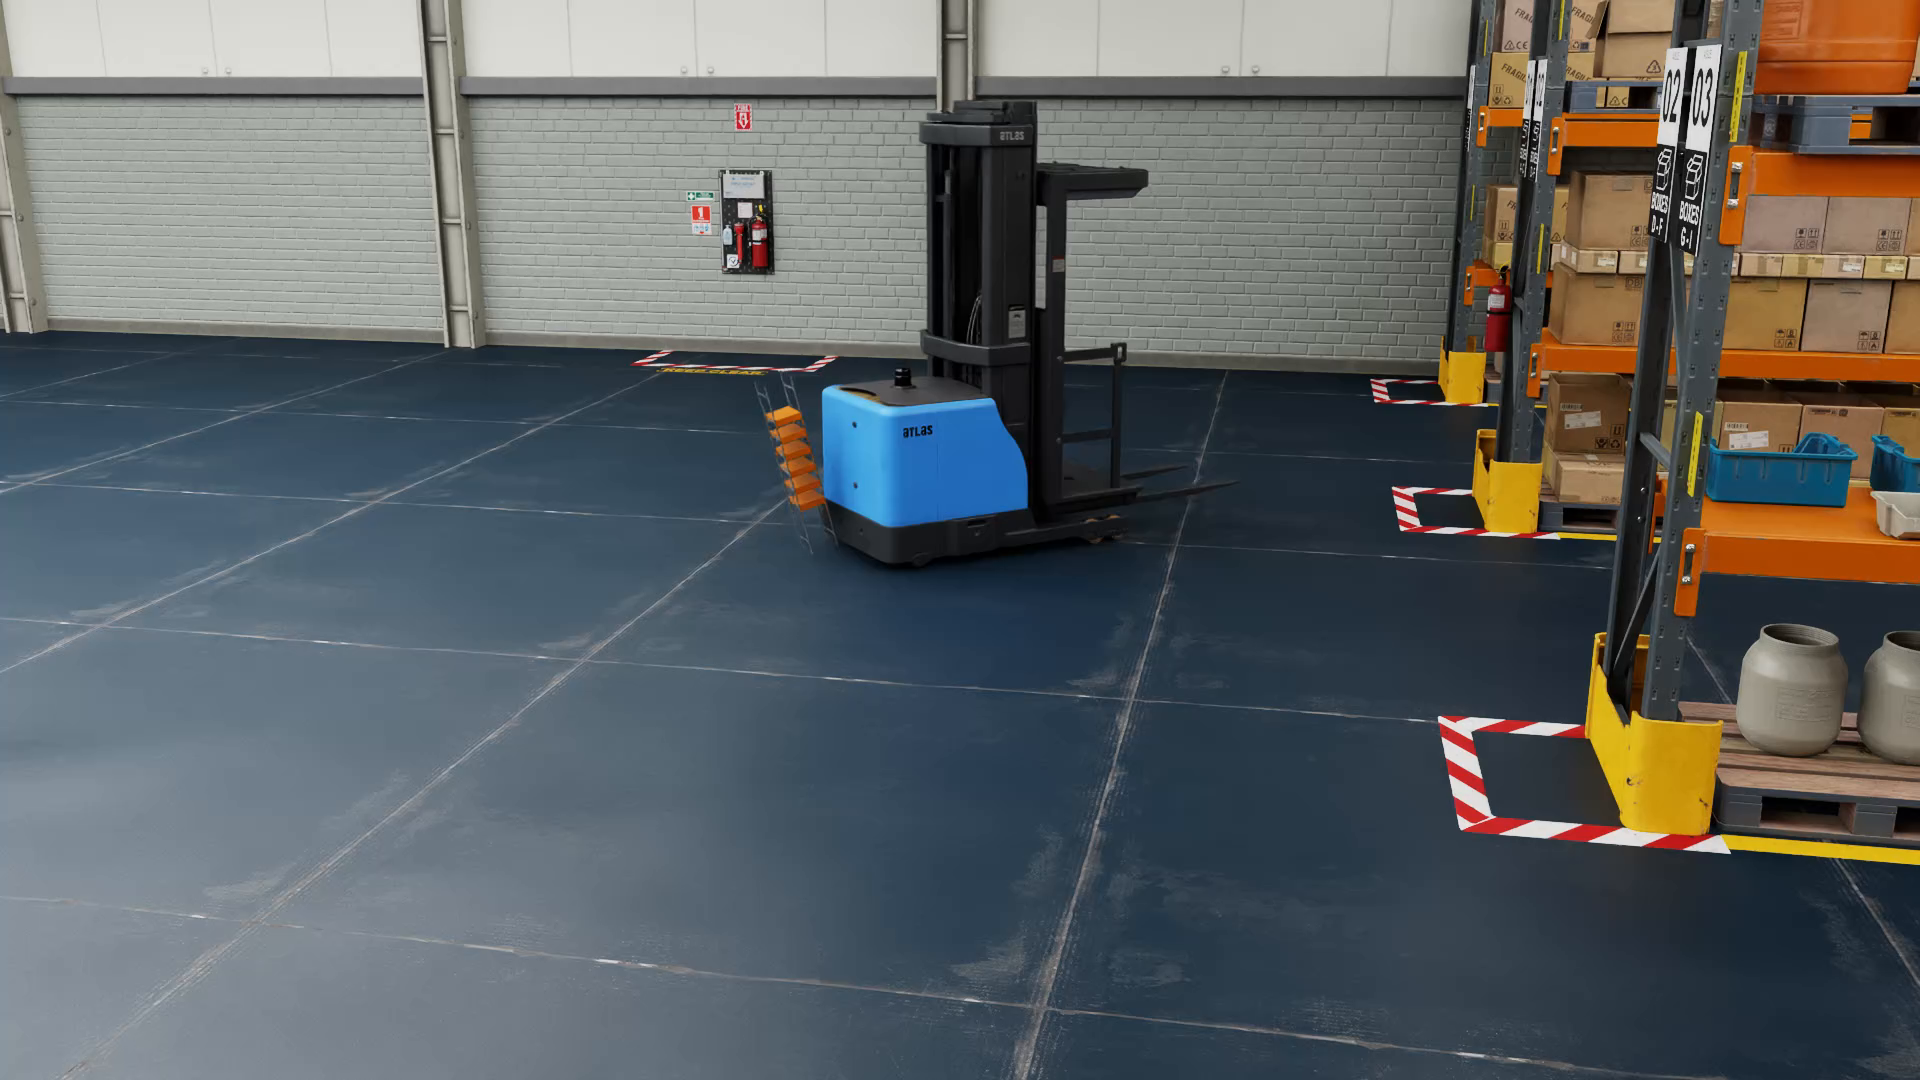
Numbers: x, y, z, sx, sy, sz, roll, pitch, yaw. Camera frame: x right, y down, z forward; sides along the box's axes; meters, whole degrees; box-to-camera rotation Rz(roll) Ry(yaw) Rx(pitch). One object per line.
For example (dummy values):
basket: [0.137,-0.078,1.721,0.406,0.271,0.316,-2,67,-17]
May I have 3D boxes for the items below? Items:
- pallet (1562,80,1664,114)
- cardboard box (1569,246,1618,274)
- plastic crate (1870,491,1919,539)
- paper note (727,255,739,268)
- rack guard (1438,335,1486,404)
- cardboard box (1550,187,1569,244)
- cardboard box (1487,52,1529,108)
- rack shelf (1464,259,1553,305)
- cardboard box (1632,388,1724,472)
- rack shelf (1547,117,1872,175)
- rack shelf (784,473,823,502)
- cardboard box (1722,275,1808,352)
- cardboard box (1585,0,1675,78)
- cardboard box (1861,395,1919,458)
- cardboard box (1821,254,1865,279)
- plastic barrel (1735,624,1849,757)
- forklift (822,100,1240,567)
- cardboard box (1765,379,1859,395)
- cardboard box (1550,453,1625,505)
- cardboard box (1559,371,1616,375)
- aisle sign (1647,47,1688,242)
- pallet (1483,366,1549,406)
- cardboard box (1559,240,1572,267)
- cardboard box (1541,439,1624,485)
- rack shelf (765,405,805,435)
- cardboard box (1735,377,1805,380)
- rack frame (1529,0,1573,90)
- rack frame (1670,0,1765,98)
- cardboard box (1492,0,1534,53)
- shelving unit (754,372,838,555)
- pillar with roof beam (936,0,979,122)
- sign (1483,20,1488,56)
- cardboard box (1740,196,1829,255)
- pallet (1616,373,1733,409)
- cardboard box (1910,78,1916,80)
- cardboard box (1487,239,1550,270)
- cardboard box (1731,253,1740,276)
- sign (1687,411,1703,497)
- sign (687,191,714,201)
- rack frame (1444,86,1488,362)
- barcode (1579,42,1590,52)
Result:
pallet: [4.700,-3.004,11.264,1.213,0.211,1.003,3,16,11]
cardboard box: [4.354,-1.929,11.434,0.250,0.149,0.380,3,16,11]
plastic crate: [3.834,-0.091,6.695,0.250,0.136,0.298,3,16,11]
paper note: [-2.600,-3.194,19.054,0.142,0.148,0.016,3,16,11]
rack guard: [5.070,-1.733,16.811,0.348,0.500,1.175,3,16,11]
cardboard box: [5.886,-3.107,15.929,0.500,0.500,0.500,3,16,11]
cardboard box: [5.273,-4.362,15.775,0.500,0.500,0.500,4,16,13]
rack shelf: [6.955,-2.488,16.204,4.000,0.370,1.077,3,16,11]
cardboard box: [4.983,-0.771,11.617,0.500,0.500,0.500,3,16,11]
rack shelf: [5.972,-2.638,11.125,4.000,0.370,1.077,3,16,11]
rack shelf: [-1.048,-0.356,11.107,0.180,0.103,0.258,-21,22,-18]
cardboard box: [5.468,-1.611,11.501,0.500,0.500,0.700,3,16,11]
cardboard box: [4.574,-3.379,11.210,0.637,0.503,0.797,4,16,15]
cardboard box: [6.455,-0.694,11.338,0.500,0.500,0.500,3,16,11]
cardboard box: [5.860,-1.847,11.138,0.250,0.149,0.380,3,16,12]
plastic barrel: [3.681,0.662,7.358,0.421,0.512,0.421,0,15,0]
forklift: [0.588,-1.505,11.434,3.031,2.935,1.130,-9,18,-29]
cardboard box: [6.069,-0.857,11.926,0.500,0.500,0.500,3,16,11]
cardboard box: [4.493,-0.436,11.811,0.500,0.250,0.500,3,16,11]
cardboard box: [6.214,-1.767,16.465,0.500,0.311,0.500,4,16,16]
aisle sign: [3.010,-1.684,7.083,0.004,0.787,0.394,3,16,11]
pallet: [5.859,-1.541,16.660,1.213,0.211,1.003,3,16,11]
cardboard box: [4.424,-2.036,11.820,0.250,0.149,0.380,3,16,10]
cardboard box: [4.596,-0.571,12.300,0.500,0.250,0.500,3,16,11]
rack shelf: [-1.157,-0.791,10.936,0.180,0.103,0.258,-21,22,-18]
cardboard box: [7.890,-1.781,16.160,0.500,0.500,0.500,2,16,7]
rack frame: [4.012,-4.537,11.012,0.127,3.000,1.000,3,16,11]
rack frame: [3.021,-3.241,6.335,0.127,3.000,1.000,3,16,11]
cardboard box: [5.325,-4.843,15.639,0.500,0.500,0.500,2,16,7]
shelving unit: [-1.085,-0.505,11.048,0.189,1.200,0.258,-21,22,-18]
pillar with roof beam: [-0.884,-5.215,13.460,0.400,9.000,9.100,3,16,11]
sign: [4.887,-4.666,15.462,0.005,0.325,0.100,3,16,11]
cardboard box: [5.529,-2.235,11.323,0.500,0.500,0.700,3,16,11]
pallet: [7.051,-1.476,16.424,1.213,0.211,1.003,3,16,11]
cardboard box: [8.369,-4.194,15.171,0.500,0.500,0.500,4,16,13]
cardboard box: [5.410,-2.770,16.116,0.500,0.250,0.500,3,16,9]
cardboard box: [5.104,-1.888,11.286,0.250,0.149,0.380,3,16,10]
sign: [2.907,-0.340,6.580,0.005,0.325,0.100,3,16,11]
sign: [-2.959,-3.918,18.956,0.331,0.109,0.001,3,16,11]
rack frame: [4.995,-2.941,16.492,0.127,3.000,1.000,3,16,11]
barcode: [4.404,-3.481,11.733,0.075,0.075,0.001,3,16,11]
